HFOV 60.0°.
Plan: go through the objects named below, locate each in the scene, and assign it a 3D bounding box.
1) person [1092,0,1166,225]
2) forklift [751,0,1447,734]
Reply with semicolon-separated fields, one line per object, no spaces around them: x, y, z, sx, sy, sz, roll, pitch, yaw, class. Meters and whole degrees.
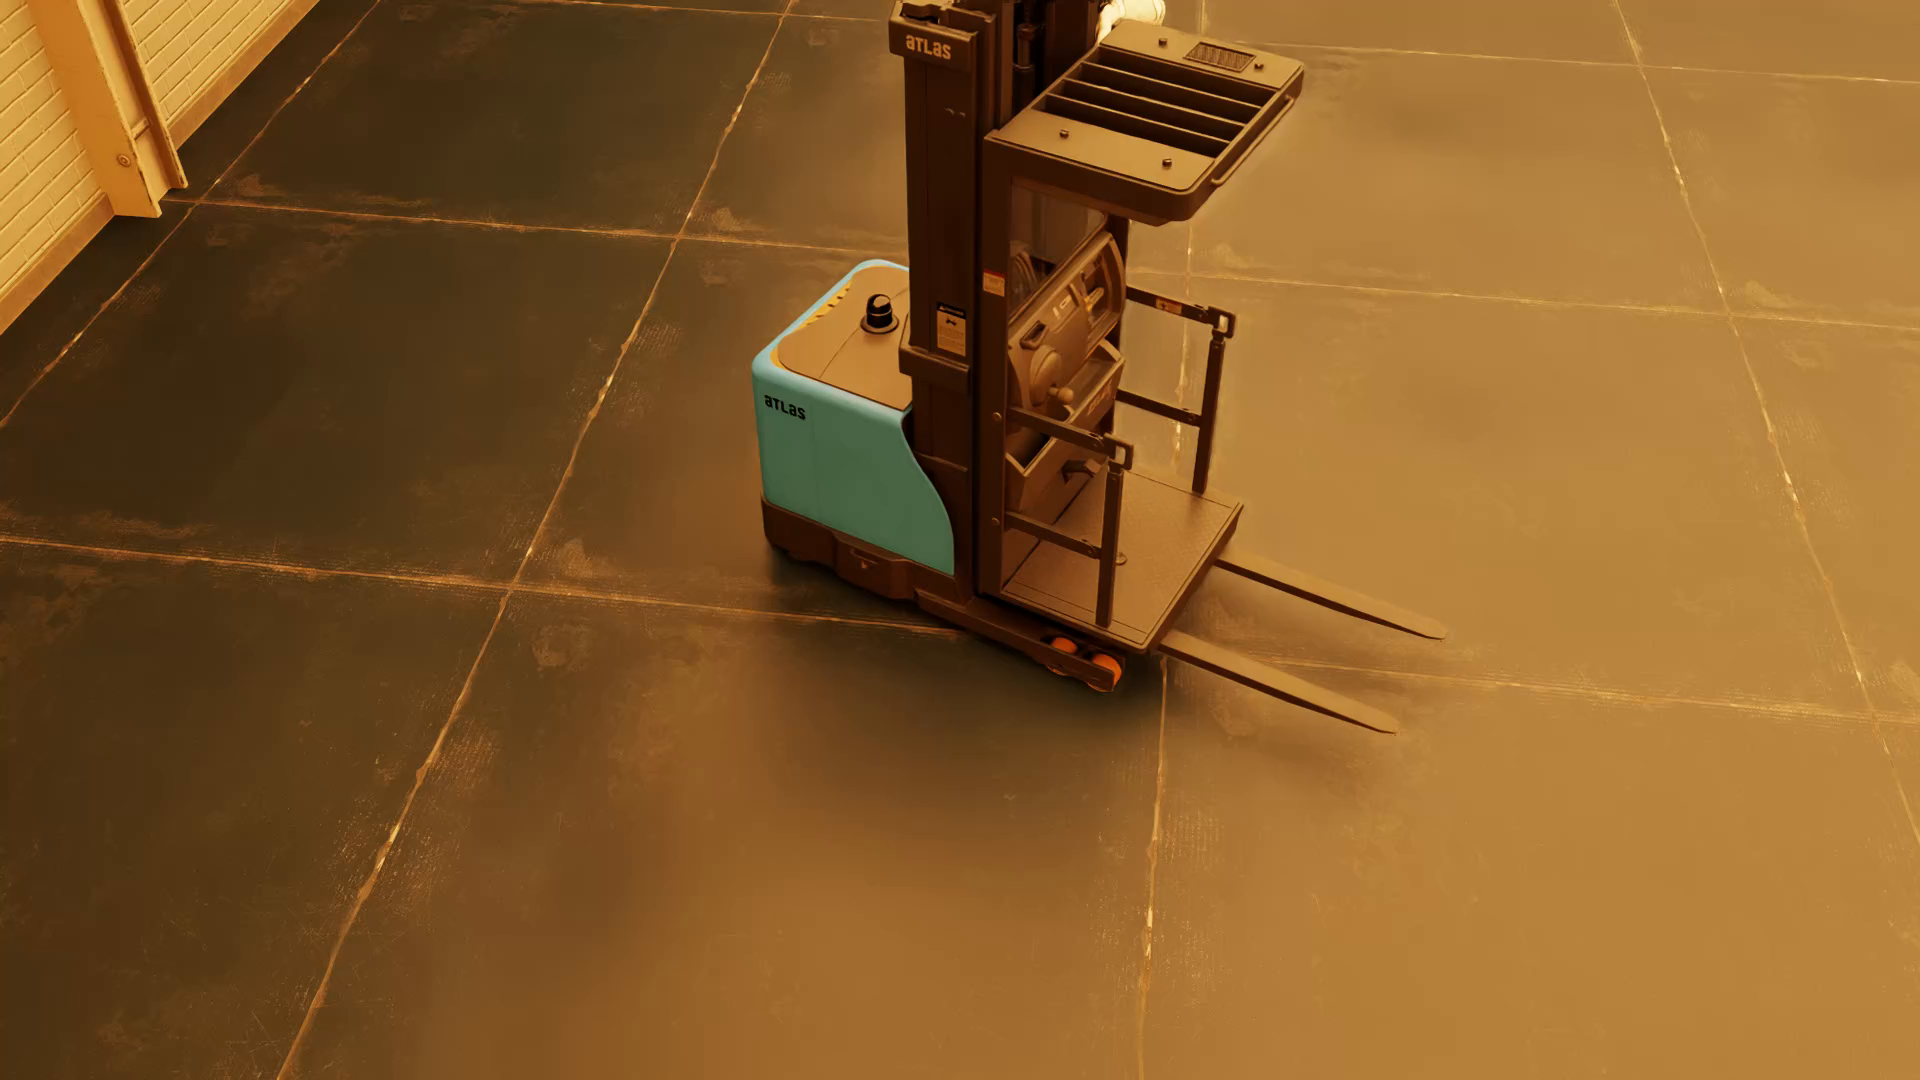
0.913;-2.644;9.625;0.506;1.611;0.897;-5;43;-5;person
0.616;-0.840;6.639;3.031;2.935;1.130;21;47;22;forklift
